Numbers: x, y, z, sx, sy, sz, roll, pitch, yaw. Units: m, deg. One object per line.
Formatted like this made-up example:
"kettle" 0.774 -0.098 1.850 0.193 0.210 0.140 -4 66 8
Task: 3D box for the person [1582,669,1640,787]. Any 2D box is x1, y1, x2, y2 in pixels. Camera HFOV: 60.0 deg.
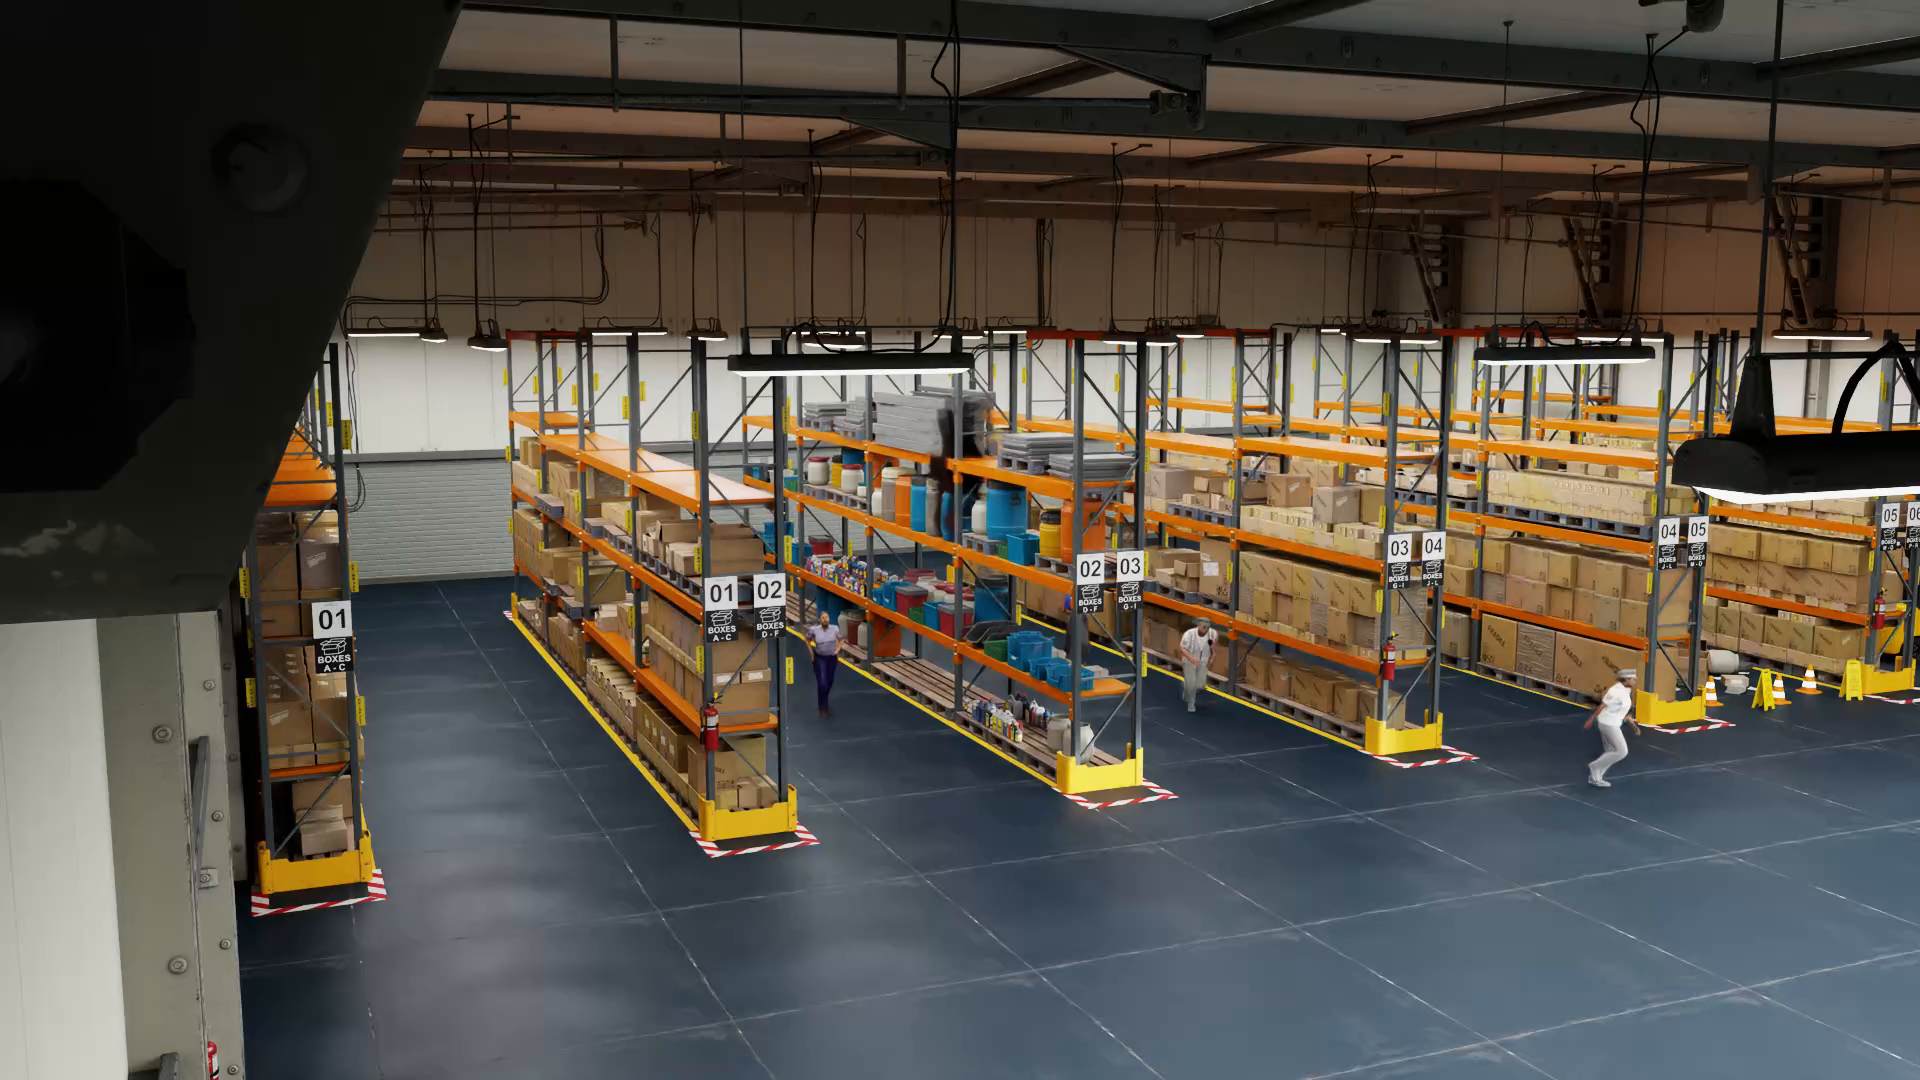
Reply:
"person" 8.757 2.512 22.351 0.698 1.589 0.604 5 9 30

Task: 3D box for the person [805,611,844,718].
"person" -2.151 1.946 26.439 0.608 1.703 0.777 -3 8 -18

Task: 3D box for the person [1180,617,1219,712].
"person" 3.795 1.957 26.504 0.687 1.583 0.875 -2 8 -15

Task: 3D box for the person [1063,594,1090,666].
"person" 2.054 1.523 29.320 0.560 1.705 0.861 -3 8 -22
